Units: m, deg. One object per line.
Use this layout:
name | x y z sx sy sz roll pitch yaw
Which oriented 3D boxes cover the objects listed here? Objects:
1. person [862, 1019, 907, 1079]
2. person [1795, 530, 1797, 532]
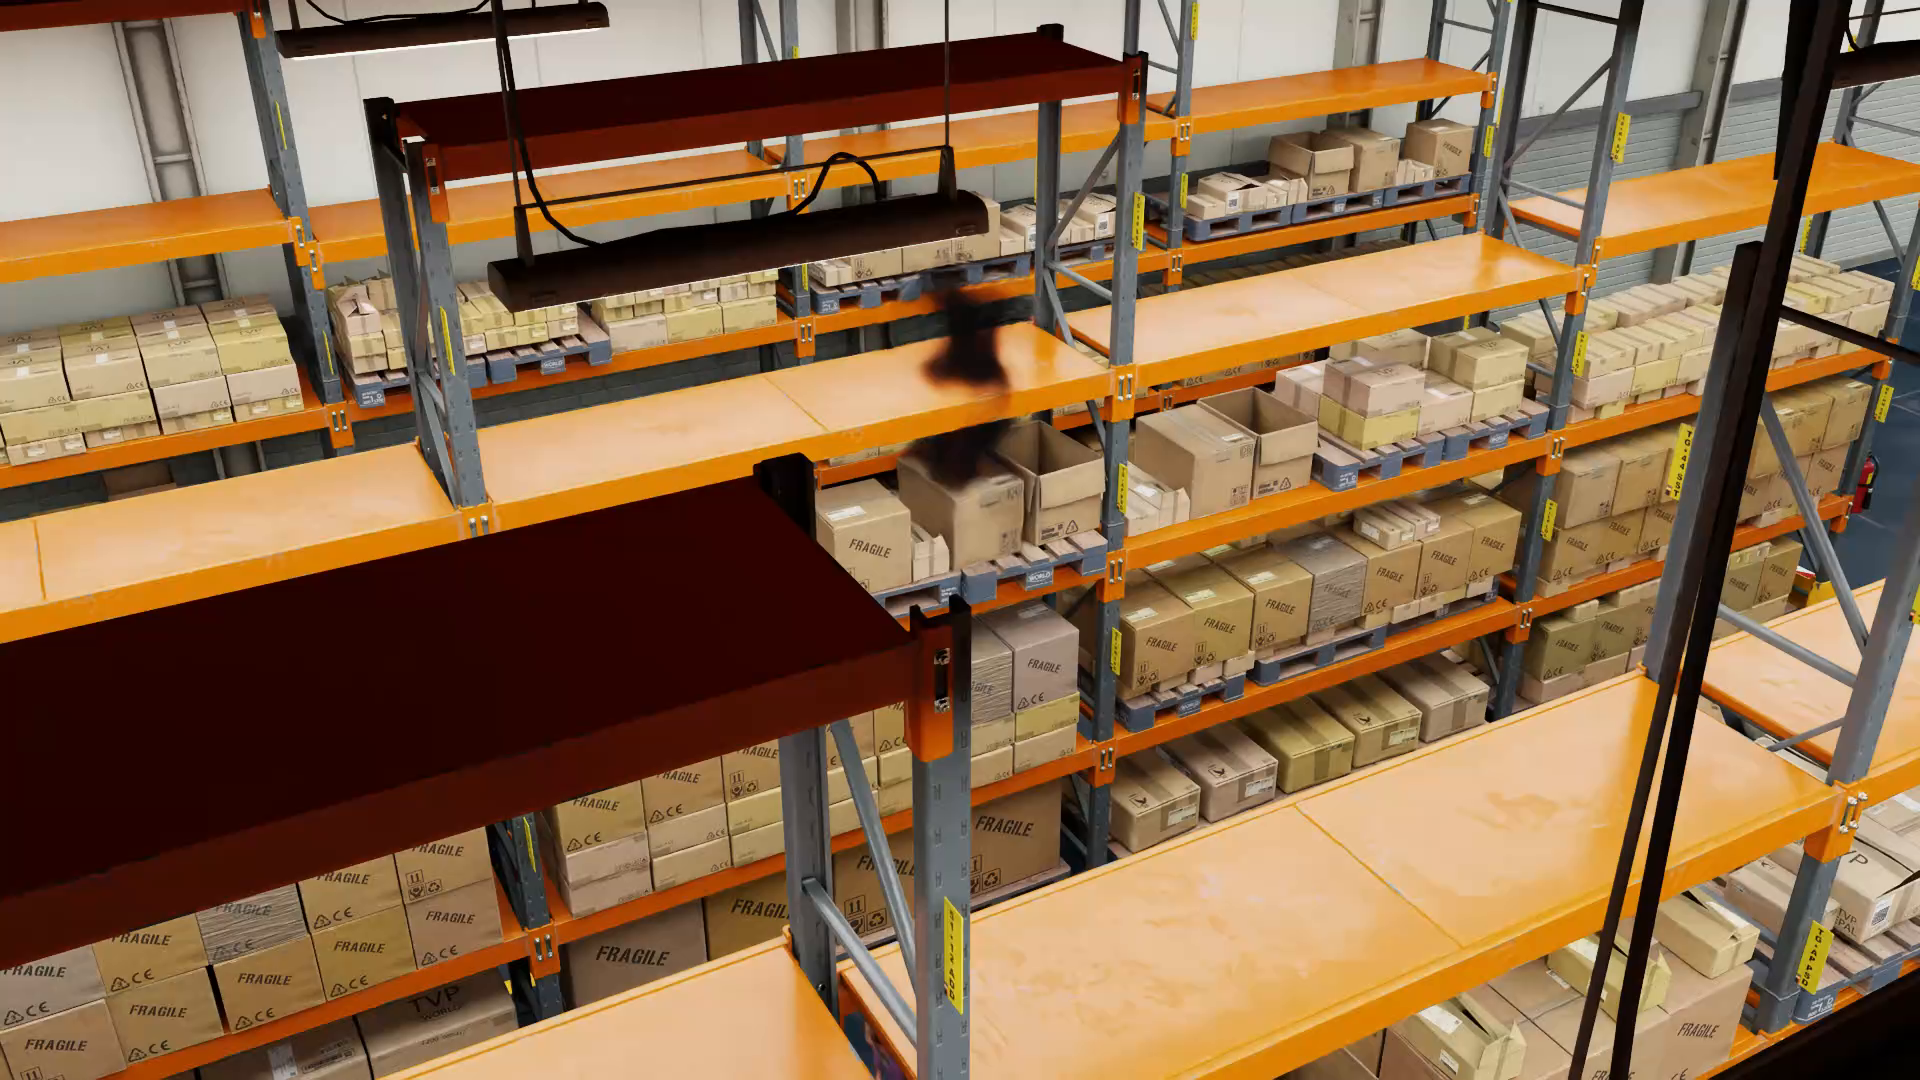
person | -0.191 3.103 9.559 0.569 1.549 0.909 21 34 34
person | 8.442 -0.933 16.903 0.589 1.731 0.776 -11 30 -20
